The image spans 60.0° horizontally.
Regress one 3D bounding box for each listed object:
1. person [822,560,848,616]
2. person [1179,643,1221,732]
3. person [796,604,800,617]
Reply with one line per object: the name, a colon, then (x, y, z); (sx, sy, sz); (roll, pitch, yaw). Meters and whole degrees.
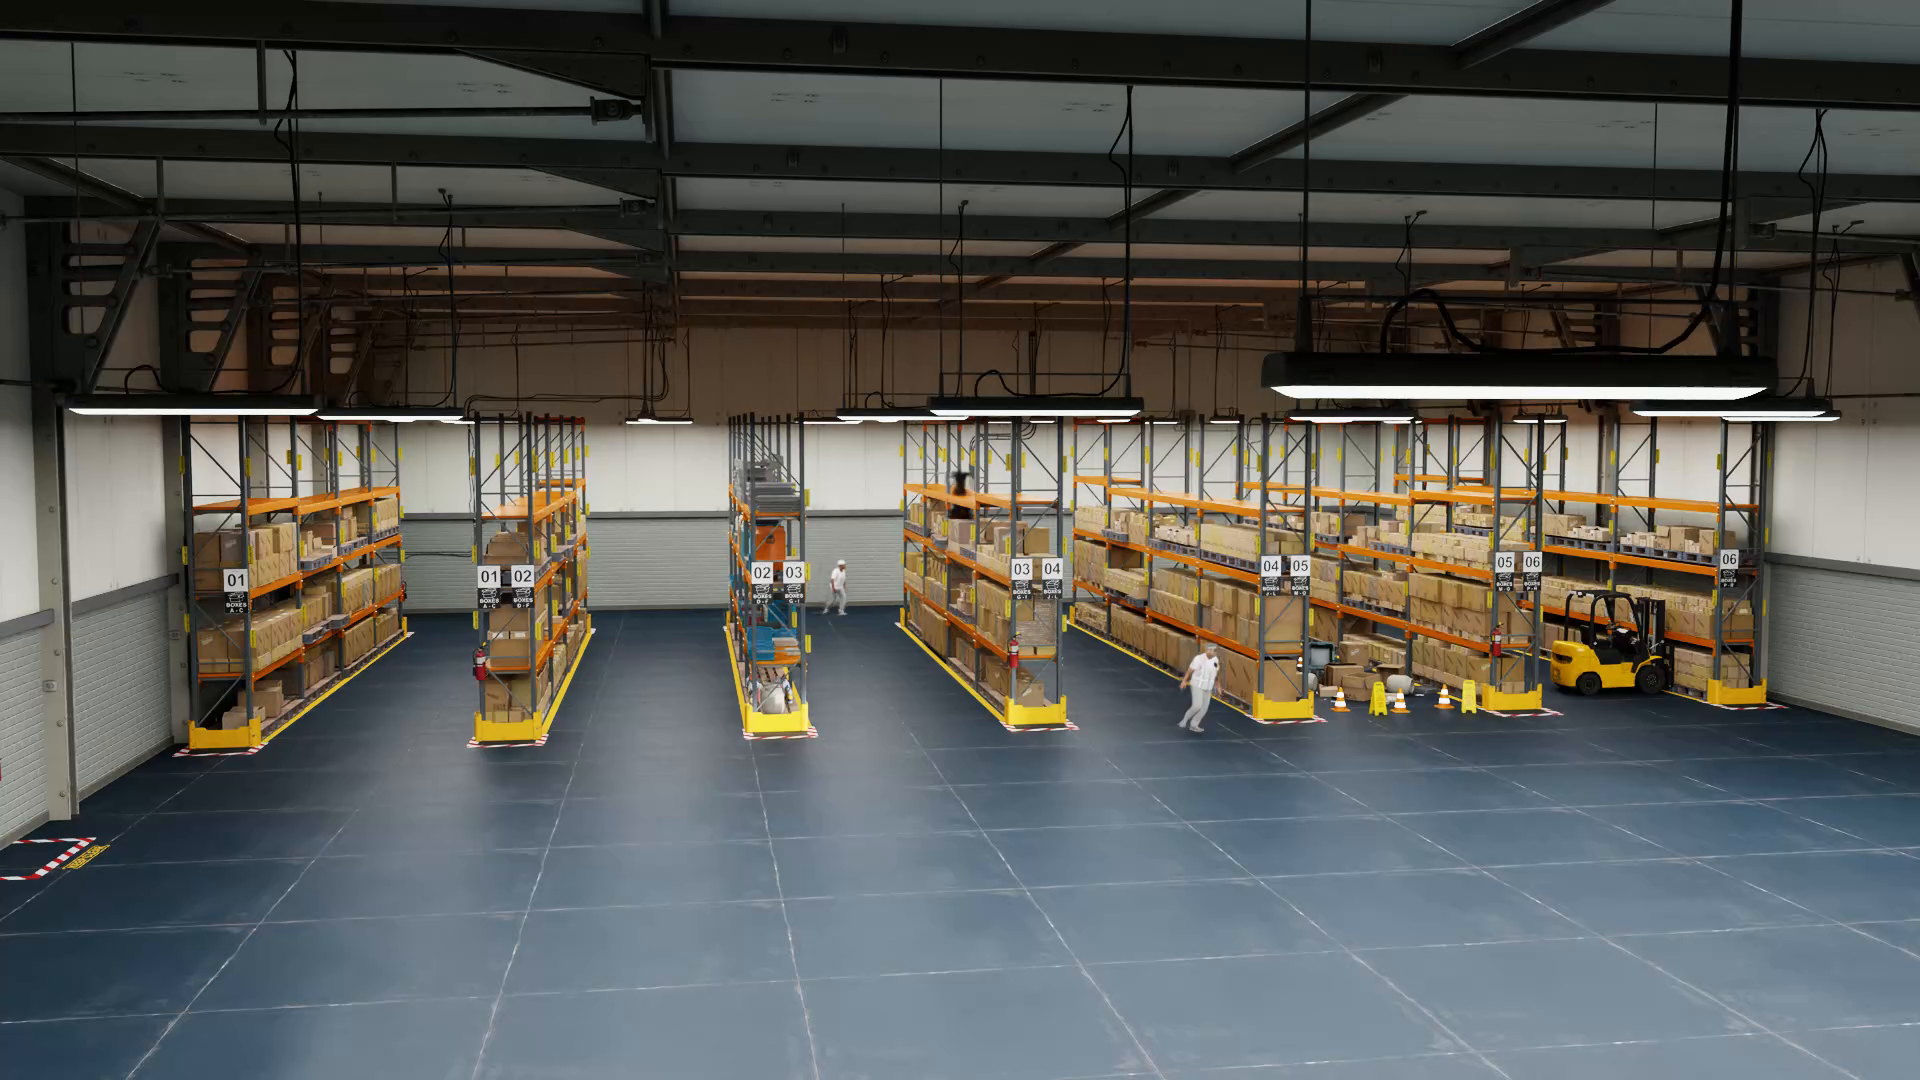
person: (-3.765, 1.449, 50.583); (0.838, 1.698, 0.772); (3, 5, 37)
person: (4.509, 2.758, 31.188); (0.713, 1.702, 0.604); (-2, 4, -30)
person: (-5.133, 1.419, 50.175); (0.872, 1.842, 0.669); (2, 4, 21)
